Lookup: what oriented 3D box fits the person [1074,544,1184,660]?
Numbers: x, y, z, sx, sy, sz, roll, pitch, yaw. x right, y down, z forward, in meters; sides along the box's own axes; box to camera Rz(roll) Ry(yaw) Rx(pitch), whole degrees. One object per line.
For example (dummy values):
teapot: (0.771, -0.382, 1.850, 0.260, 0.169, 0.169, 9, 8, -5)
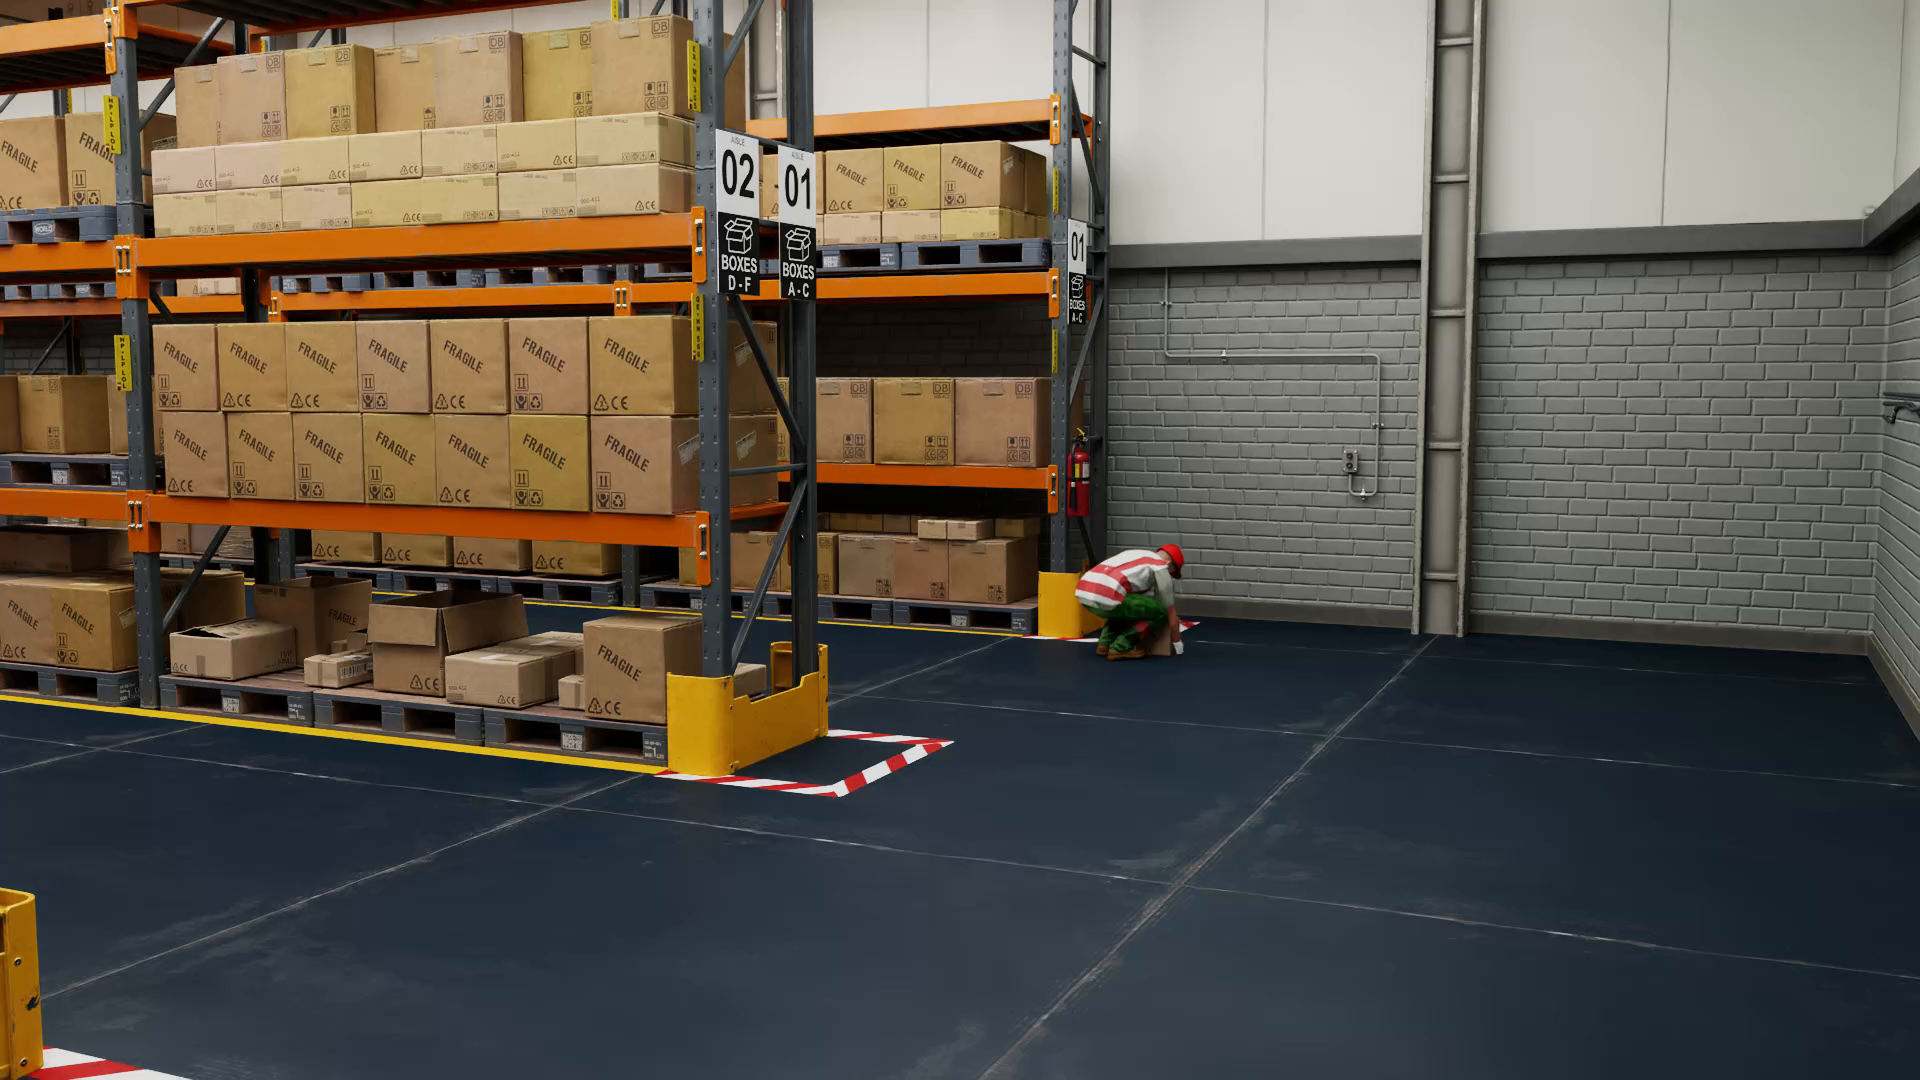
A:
person: (1.263, 0.481, 12.017, 0.929, 0.862, 0.540, -3, 6, -29)
